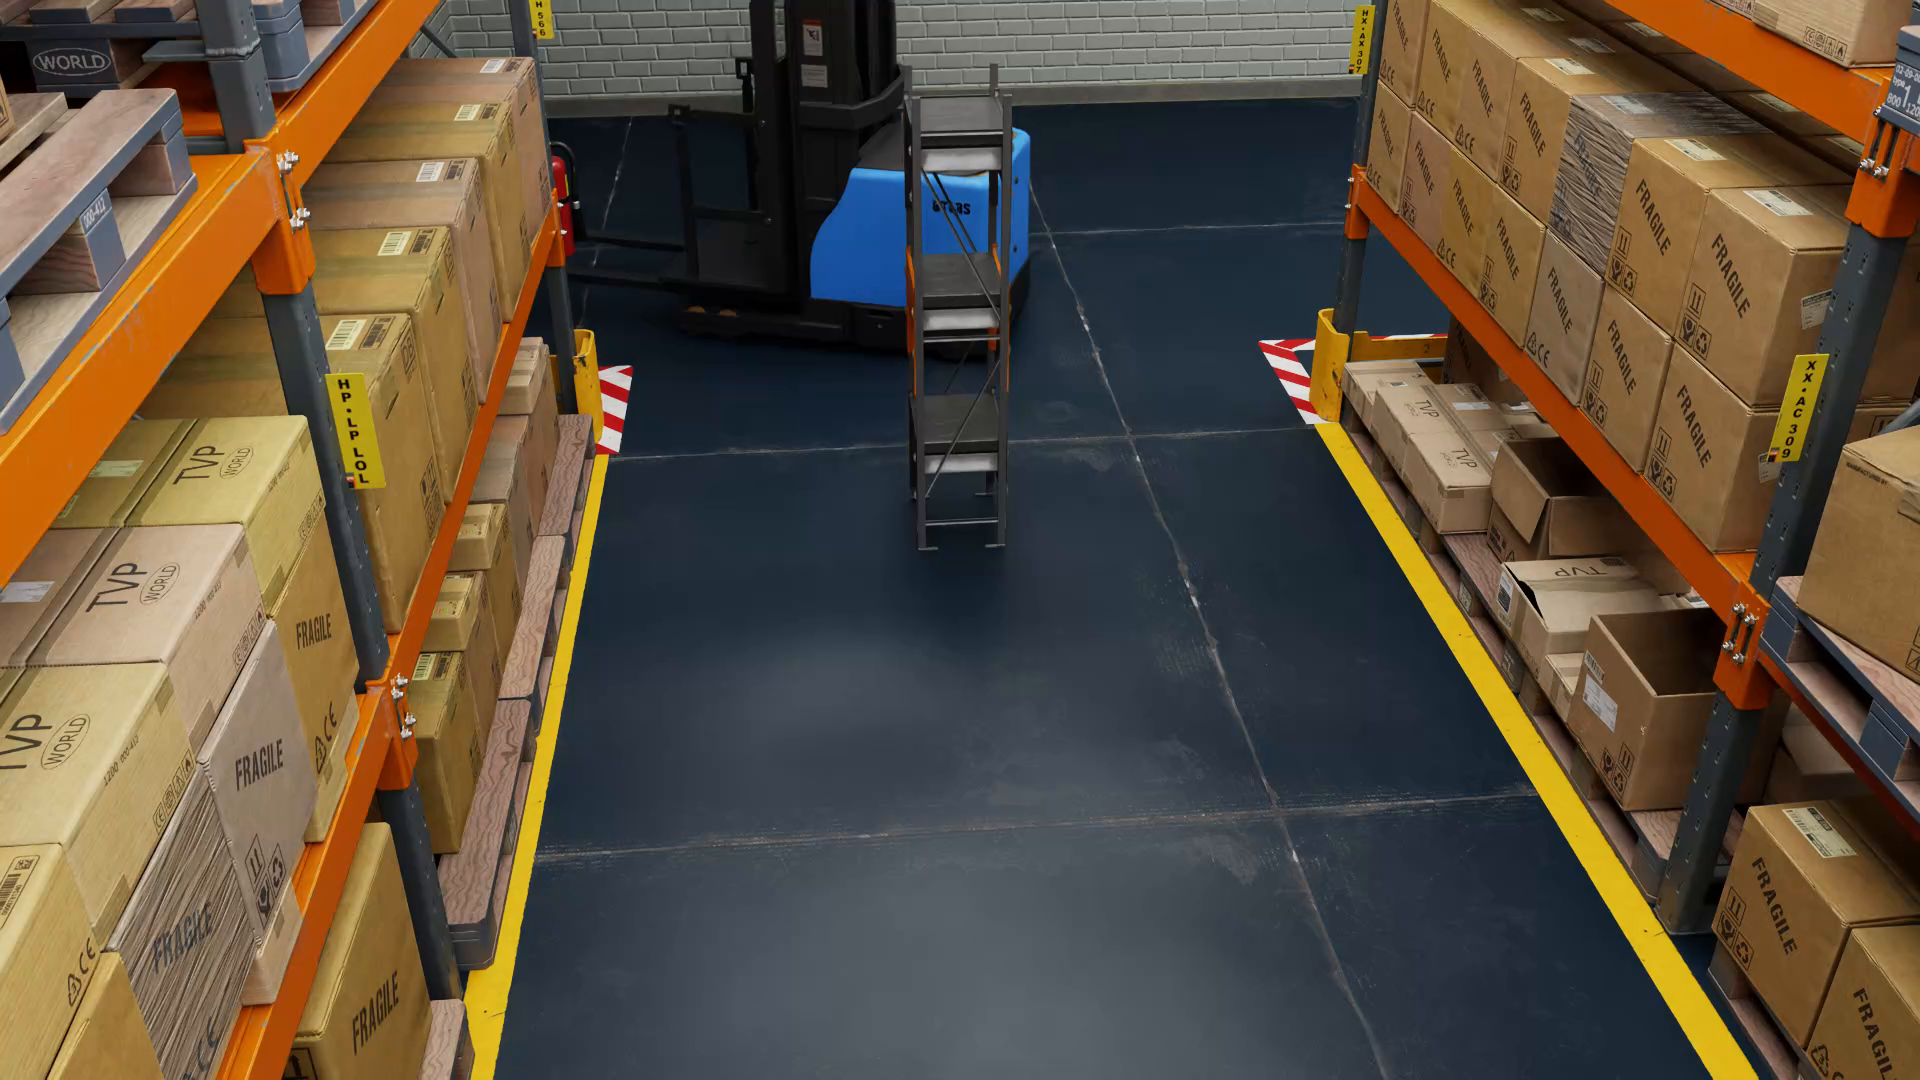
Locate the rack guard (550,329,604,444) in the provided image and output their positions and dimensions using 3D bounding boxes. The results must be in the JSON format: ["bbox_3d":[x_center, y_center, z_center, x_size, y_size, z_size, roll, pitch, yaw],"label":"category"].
[{"bbox_3d":[-2.456,-0.762,8.538,1.175,0.500,0.348,-3,31,-5],"label":"rack guard"}]

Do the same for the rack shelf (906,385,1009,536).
[{"bbox_3d":[-0.015,-0.373,7.719,0.431,0.518,0.480,-3,31,-5],"label":"rack shelf"}]

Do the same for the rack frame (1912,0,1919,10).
[{"bbox_3d":[2.852,-2.595,3.319,1.000,3.000,0.127,-3,31,-5],"label":"rack frame"}]

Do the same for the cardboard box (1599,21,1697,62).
[{"bbox_3d":[2.895,-1.798,6.762,0.500,0.500,0.500,-2,31,-3],"label":"cardboard box"}]

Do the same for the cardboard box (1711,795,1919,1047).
[{"bbox_3d":[2.655,1.123,4.953,0.500,0.500,0.500,-4,31,-7],"label":"cardboard box"}]

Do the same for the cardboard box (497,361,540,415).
[{"bbox_3d":[-2.070,-0.668,7.339,0.380,0.149,0.250,-2,31,-3],"label":"cardboard box"}]

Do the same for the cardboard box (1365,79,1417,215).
[{"bbox_3d":[2.257,-1.866,7.851,0.500,0.500,0.500,-2,31,-4],"label":"cardboard box"}]

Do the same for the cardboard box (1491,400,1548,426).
[{"bbox_3d":[2.722,-0.557,8.092,0.380,0.166,0.250,-3,31,-5],"label":"cardboard box"}]

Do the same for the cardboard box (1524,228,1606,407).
[{"bbox_3d":[2.450,-0.831,6.118,0.500,0.500,0.500,-2,31,-3],"label":"cardboard box"}]

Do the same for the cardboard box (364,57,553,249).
[{"bbox_3d":[-2.396,-1.692,7.364,0.980,0.700,0.700,-1,31,-2],"label":"cardboard box"}]

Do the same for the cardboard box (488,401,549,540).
[{"bbox_3d":[-2.242,-0.322,7.392,0.700,0.500,0.500,-3,31,-5],"label":"cardboard box"}]

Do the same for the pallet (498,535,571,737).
[{"bbox_3d":[-2.190,0.400,6.874,1.003,0.211,1.213,-3,31,-5],"label":"pallet"}]

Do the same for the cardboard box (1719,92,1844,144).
[{"bbox_3d":[2.992,-1.272,5.881,0.500,0.500,0.500,-4,31,-6],"label":"cardboard box"}]

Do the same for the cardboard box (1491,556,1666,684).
[{"bbox_3d":[2.446,0.286,6.540,0.500,0.311,0.500,-3,31,-5],"label":"cardboard box"}]

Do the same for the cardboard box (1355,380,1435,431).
[{"bbox_3d":[2.199,-0.676,8.291,0.380,0.166,0.250,-3,31,-5],"label":"cardboard box"}]

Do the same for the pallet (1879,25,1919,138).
[{"bbox_3d":[2.843,-0.890,3.574,1.213,0.211,1.003,-3,31,-5],"label":"pallet"}]

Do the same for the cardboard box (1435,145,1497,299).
[{"bbox_3d":[2.355,-1.346,6.981,0.500,0.500,0.500,-3,31,-5],"label":"cardboard box"}]

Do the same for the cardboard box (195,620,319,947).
[{"bbox_3d":[-1.728,0.524,3.541,0.500,0.500,0.500,-3,31,-4],"label":"cardboard box"}]

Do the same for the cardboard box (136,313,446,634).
[{"bbox_3d":[-2.114,-0.187,4.845,0.980,0.700,0.700,-2,31,-4],"label":"cardboard box"}]

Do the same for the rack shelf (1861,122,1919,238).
[{"bbox_3d":[3.039,0.023,2.564,1.077,0.370,4.000,-3,31,-5],"label":"rack shelf"}]

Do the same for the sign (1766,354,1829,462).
[{"bbox_3d":[2.312,-0.361,4.586,0.100,0.325,0.005,-3,31,-5],"label":"sign"}]

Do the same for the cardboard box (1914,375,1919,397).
[{"bbox_3d":[3.088,-0.746,5.001,0.500,0.500,0.500,-2,31,-3],"label":"cardboard box"}]

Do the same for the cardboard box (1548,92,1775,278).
[{"bbox_3d":[2.449,-1.256,5.856,0.500,0.500,0.500,-3,31,-4],"label":"cardboard box"}]

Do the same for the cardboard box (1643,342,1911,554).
[{"bbox_3d":[2.550,-0.306,5.239,0.500,0.500,0.500,-2,31,-4],"label":"cardboard box"}]

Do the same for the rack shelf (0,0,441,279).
[{"bbox_3d":[-2.267,-1.780,5.582,1.077,0.370,4.000,-3,31,-5],"label":"rack shelf"}]

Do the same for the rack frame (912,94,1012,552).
[{"bbox_3d":[0.007,-0.861,7.144,0.400,2.100,0.015,-3,31,-5],"label":"rack frame"}]

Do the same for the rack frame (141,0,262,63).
[{"bbox_3d":[-2.080,-2.356,2.919,1.000,3.000,0.127,-3,31,-5],"label":"rack frame"}]

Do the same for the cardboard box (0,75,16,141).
[{"bbox_3d":[-2.107,-0.845,2.789,0.700,0.500,0.500,-4,31,-7],"label":"cardboard box"}]

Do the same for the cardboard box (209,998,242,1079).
[{"bbox_3d":[-1.700,1.000,3.376,0.380,0.149,0.250,-3,31,-5],"label":"cardboard box"}]

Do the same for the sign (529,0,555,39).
[{"bbox_3d":[-1.912,-2.440,7.550,0.100,0.325,0.005,-3,31,-5],"label":"sign"}]

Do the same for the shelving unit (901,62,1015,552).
[{"bbox_3d":[-0.015,-0.986,7.353,0.431,2.100,0.503,-3,31,-5],"label":"shelving unit"}]

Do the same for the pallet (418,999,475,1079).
[{"bbox_3d":[-1.933,1.807,4.519,1.003,0.211,1.213,-3,31,-5],"label":"pallet"}]

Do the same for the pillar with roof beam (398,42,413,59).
[{"bbox_3d":[0.719,-5.941,8.922,9.100,9.000,0.400,-3,31,-5],"label":"pillar with roof beam"}]

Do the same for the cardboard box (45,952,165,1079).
[{"bbox_3d":[-1.638,1.036,2.684,0.500,0.500,0.500,-2,31,-3],"label":"cardboard box"}]

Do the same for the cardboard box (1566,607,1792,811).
[{"bbox_3d":[2.516,0.587,5.850,0.500,0.500,0.500,-3,31,-5],"label":"cardboard box"}]

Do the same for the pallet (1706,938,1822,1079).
[{"bbox_3d":[2.966,1.591,4.881,1.003,0.211,1.213,-3,31,-5],"label":"pallet"}]

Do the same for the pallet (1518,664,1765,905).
[{"bbox_3d":[2.789,0.827,6.160,1.003,0.211,1.213,-3,31,-5],"label":"pallet"}]

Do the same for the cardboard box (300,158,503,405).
[{"bbox_3d":[-2.255,-0.931,6.091,0.980,0.700,0.700,-4,31,-7],"label":"cardboard box"}]

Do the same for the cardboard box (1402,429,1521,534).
[{"bbox_3d":[2.340,-0.269,7.527,0.500,0.250,0.500,-3,31,-5],"label":"cardboard box"}]

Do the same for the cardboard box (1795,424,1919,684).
[{"bbox_3d":[2.673,0.010,4.302,0.700,0.500,0.500,-13,33,-21],"label":"cardboard box"}]

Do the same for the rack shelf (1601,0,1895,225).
[{"bbox_3d":[2.665,-2.020,5.983,1.077,0.370,4.000,-3,31,-5],"label":"rack shelf"}]

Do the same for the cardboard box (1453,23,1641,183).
[{"bbox_3d":[2.355,-1.773,6.720,0.500,0.500,0.500,-2,31,-4],"label":"cardboard box"}]

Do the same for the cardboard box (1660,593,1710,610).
[{"bbox_3d":[2.937,0.342,6.586,0.380,0.166,0.250,-3,31,-5],"label":"cardboard box"}]

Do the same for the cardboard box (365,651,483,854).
[{"bbox_3d":[-2.048,0.726,5.638,0.700,0.500,0.500,-2,31,-4],"label":"cardboard box"}]

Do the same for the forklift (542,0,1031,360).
[{"bbox_3d":[-1.151,-2.684,9.386,3.031,2.935,1.130,8,32,13],"label":"forklift"}]

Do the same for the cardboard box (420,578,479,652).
[{"bbox_3d":[-1.898,0.264,5.779,0.380,0.149,0.250,-2,31,-3],"label":"cardboard box"}]

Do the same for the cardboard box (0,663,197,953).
[{"bbox_3d":[-1.696,0.467,2.905,0.500,0.250,0.500,-2,31,-4],"label":"cardboard box"}]

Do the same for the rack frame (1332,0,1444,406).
[{"bbox_3d":[2.478,-2.062,8.277,1.000,3.000,0.127,-3,31,-5],"label":"rack frame"}]

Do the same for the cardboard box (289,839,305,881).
[{"bbox_3d":[-1.740,0.740,3.812,0.380,0.149,0.250,-2,31,-3],"label":"cardboard box"}]

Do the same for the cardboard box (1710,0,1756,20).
[{"bbox_3d":[2.506,-1.734,4.950,0.500,0.250,0.500,-3,31,-5],"label":"cardboard box"}]

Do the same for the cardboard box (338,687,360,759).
[{"bbox_3d":[-1.766,0.478,4.250,0.380,0.149,0.250,-2,31,-4],"label":"cardboard box"}]

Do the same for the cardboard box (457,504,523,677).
[{"bbox_3d":[-2.137,0.207,6.507,0.700,0.500,0.500,-2,31,-3],"label":"cardboard box"}]

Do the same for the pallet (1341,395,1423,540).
[{"bbox_3d":[2.561,-0.419,8.246,1.003,0.211,1.213,-3,31,-5],"label":"pallet"}]

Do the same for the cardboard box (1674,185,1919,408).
[{"bbox_3d":[2.547,-0.738,4.987,0.500,0.500,0.500,-3,31,-4],"label":"cardboard box"}]

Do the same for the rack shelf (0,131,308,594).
[{"bbox_3d":[-1.893,0.262,2.163,1.077,0.370,4.000,-3,31,-5],"label":"rack shelf"}]

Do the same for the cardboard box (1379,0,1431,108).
[{"bbox_3d":[2.257,-2.295,7.594,0.500,0.500,0.500,-2,31,-3],"label":"cardboard box"}]
